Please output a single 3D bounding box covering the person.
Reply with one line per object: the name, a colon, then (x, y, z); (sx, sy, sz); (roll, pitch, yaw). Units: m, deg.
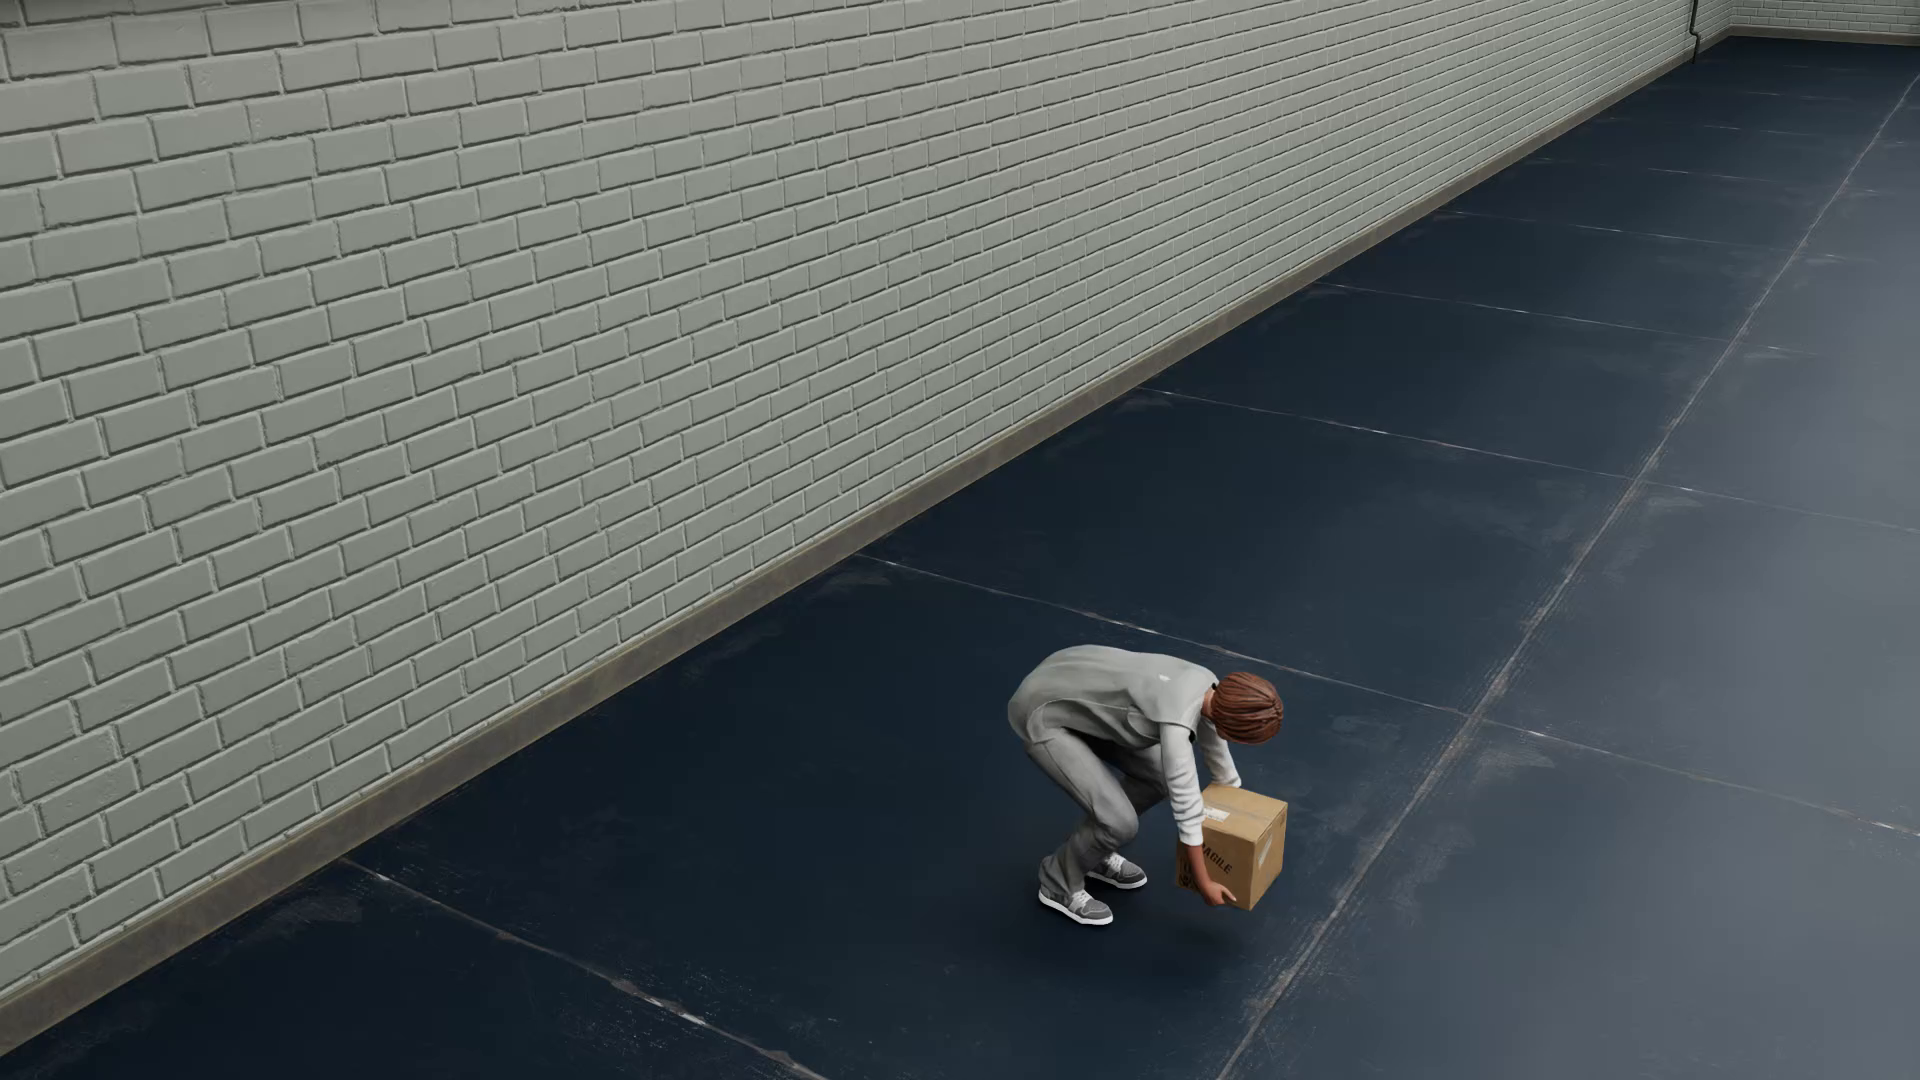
person: (0.560, 0.768, 5.188); (0.862, 0.923, 0.429); (13, 26, 27)
